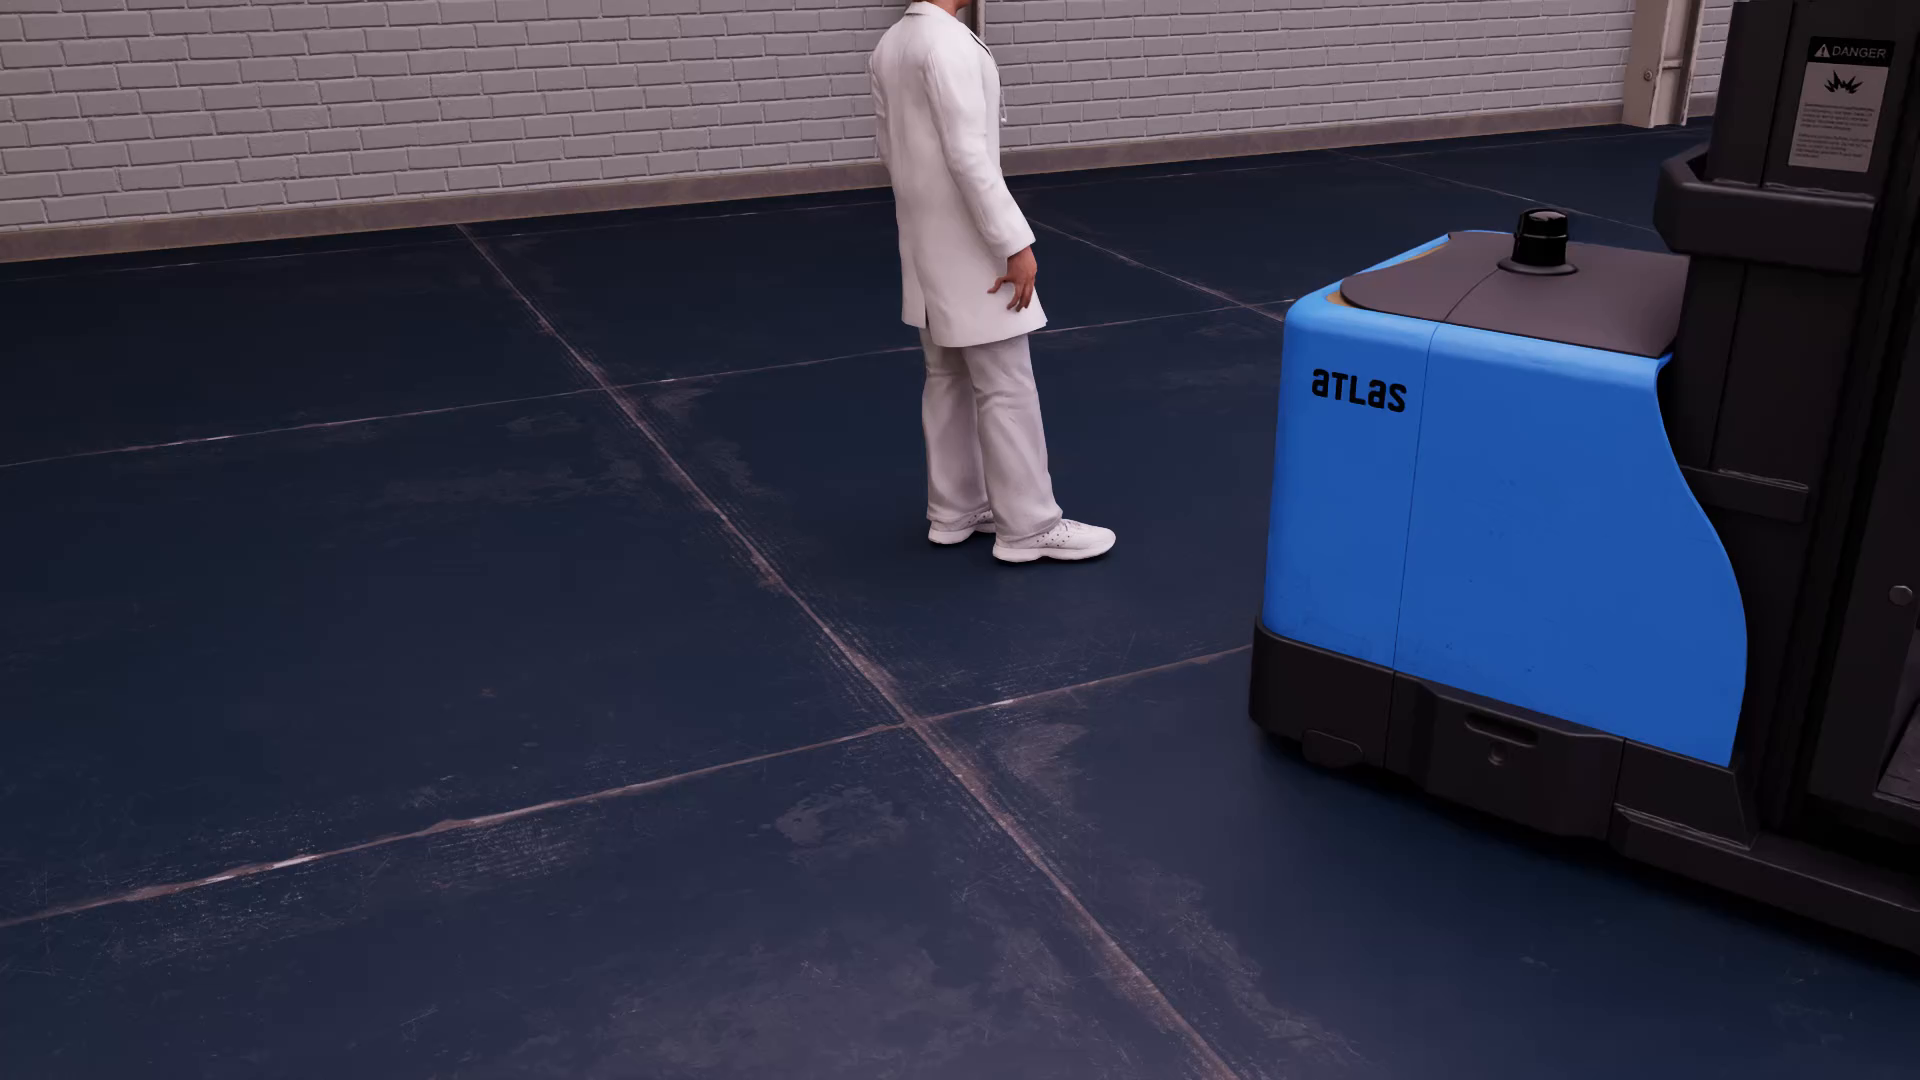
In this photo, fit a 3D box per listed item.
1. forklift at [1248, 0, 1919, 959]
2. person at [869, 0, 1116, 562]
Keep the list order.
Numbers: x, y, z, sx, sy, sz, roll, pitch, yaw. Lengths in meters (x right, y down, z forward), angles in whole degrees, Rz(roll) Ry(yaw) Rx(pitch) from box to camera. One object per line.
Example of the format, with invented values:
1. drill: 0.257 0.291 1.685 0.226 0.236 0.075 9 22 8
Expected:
1. forklift: 2.161 -0.674 2.908 3.031 2.935 1.130 16 28 34
2. person: 0.085 -0.841 4.796 0.578 1.777 0.696 -10 25 -23
